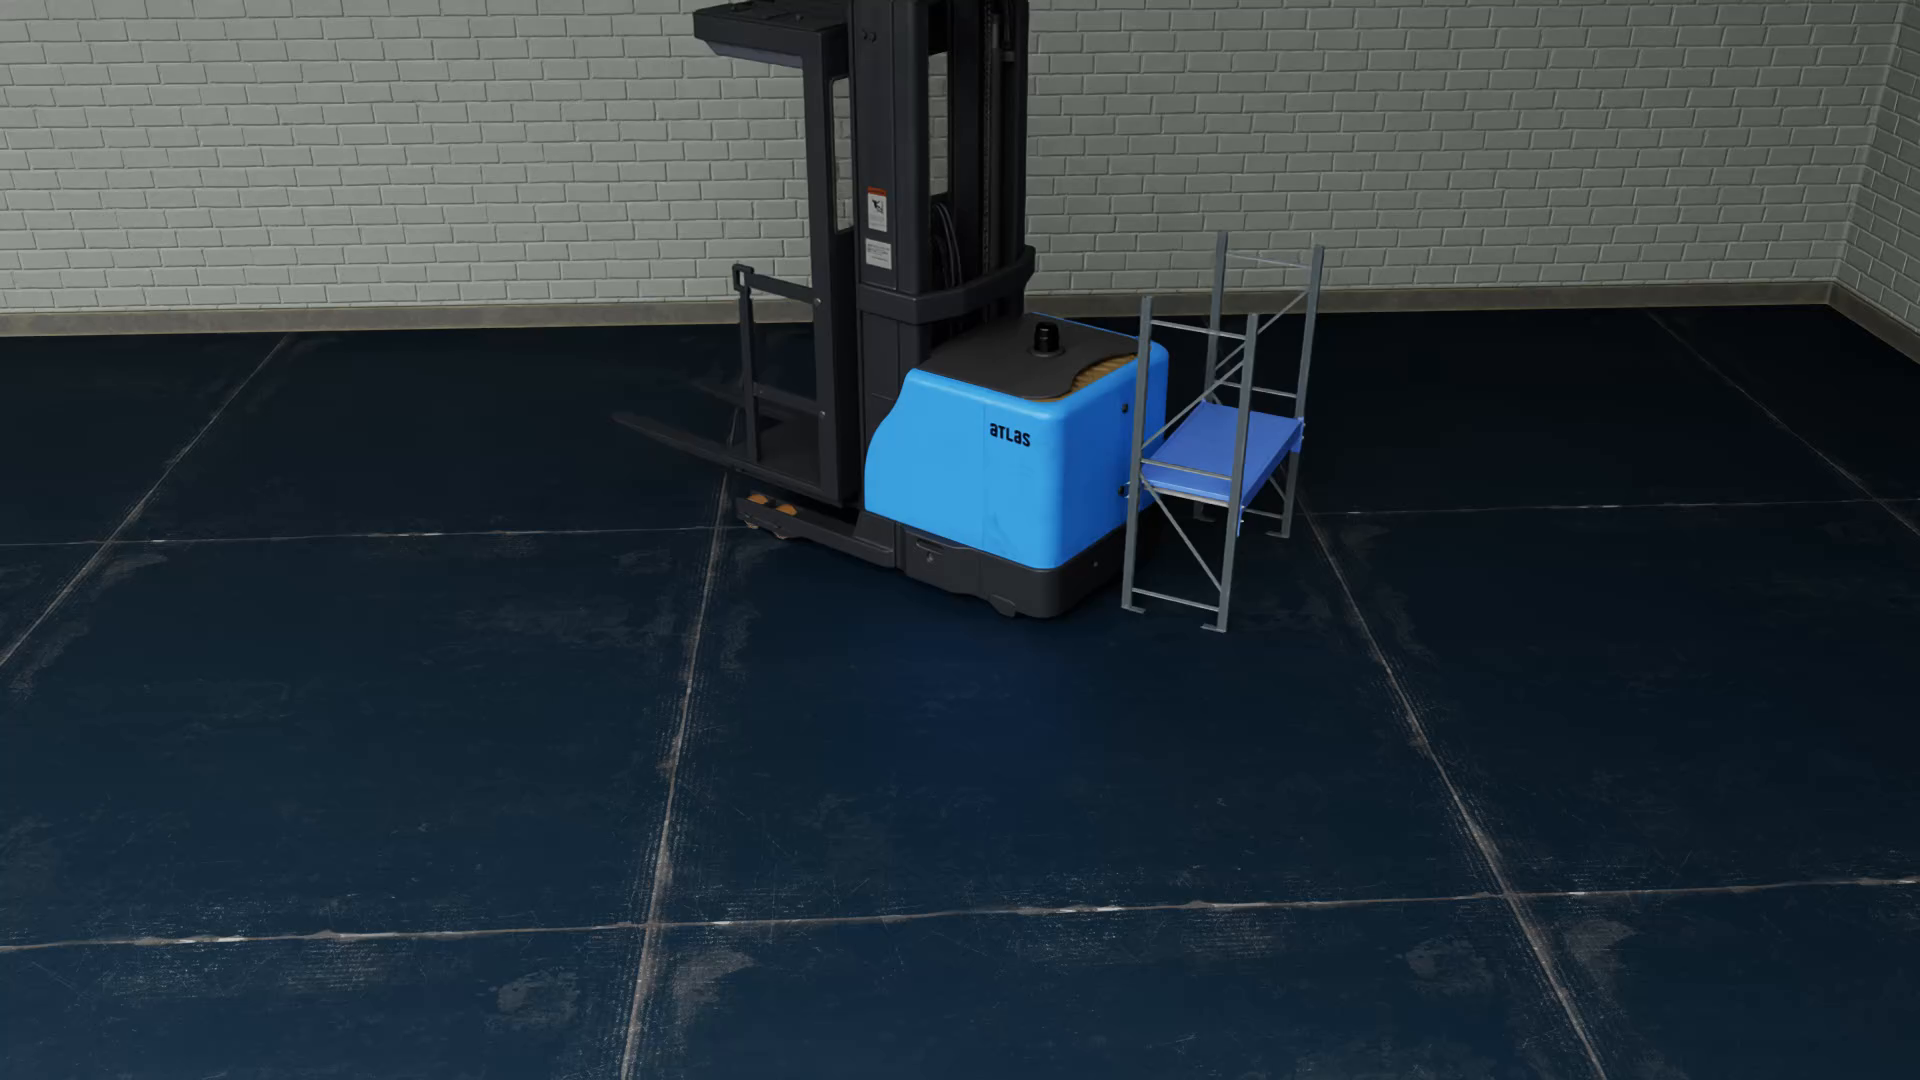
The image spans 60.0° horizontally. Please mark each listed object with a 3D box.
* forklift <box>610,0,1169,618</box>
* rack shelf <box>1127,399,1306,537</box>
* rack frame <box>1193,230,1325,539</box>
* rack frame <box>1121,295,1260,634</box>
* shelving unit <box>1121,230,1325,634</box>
[{"bbox_3d":[-0.502,-1.481,7.921,3.031,2.935,1.130,19,33,32],"label":"forklift"},{"bbox_3d":[1.199,-0.355,7.691,0.538,0.185,1.000,13,30,22],"label":"rack shelf"},{"bbox_3d":[1.423,-0.726,8.013,0.500,1.500,0.032,13,30,22],"label":"rack frame"},{"bbox_3d":[0.980,-0.303,7.201,0.500,1.500,0.032,13,30,22],"label":"rack frame"},{"bbox_3d":[1.202,-0.514,7.607,0.538,1.500,1.048,13,30,22],"label":"shelving unit"}]
